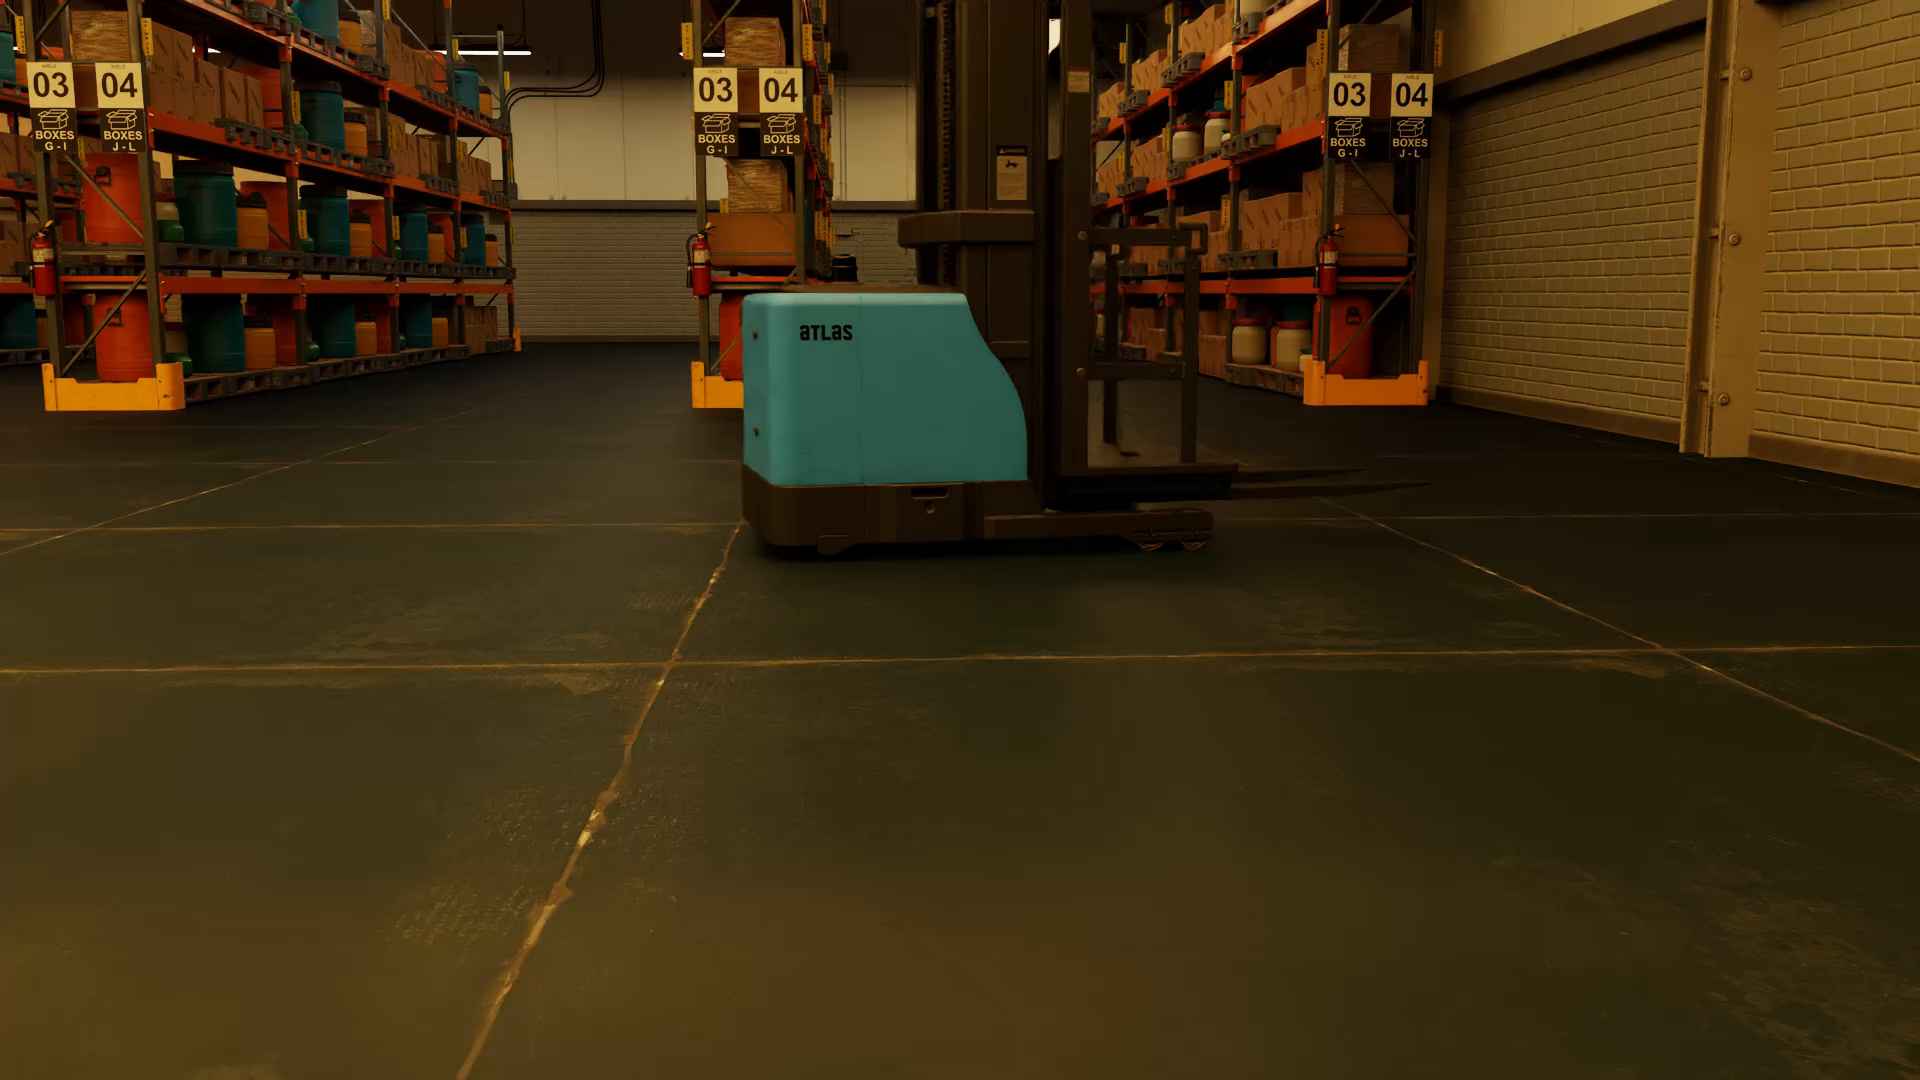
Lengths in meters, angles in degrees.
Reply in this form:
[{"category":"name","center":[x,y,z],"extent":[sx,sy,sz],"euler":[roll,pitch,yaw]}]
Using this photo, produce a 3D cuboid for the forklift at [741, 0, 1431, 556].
[{"category":"forklift","center":[0.587,-1.480,7.298],"extent":[3.031,2.935,1.130],"euler":[-2,9,-14]}]
